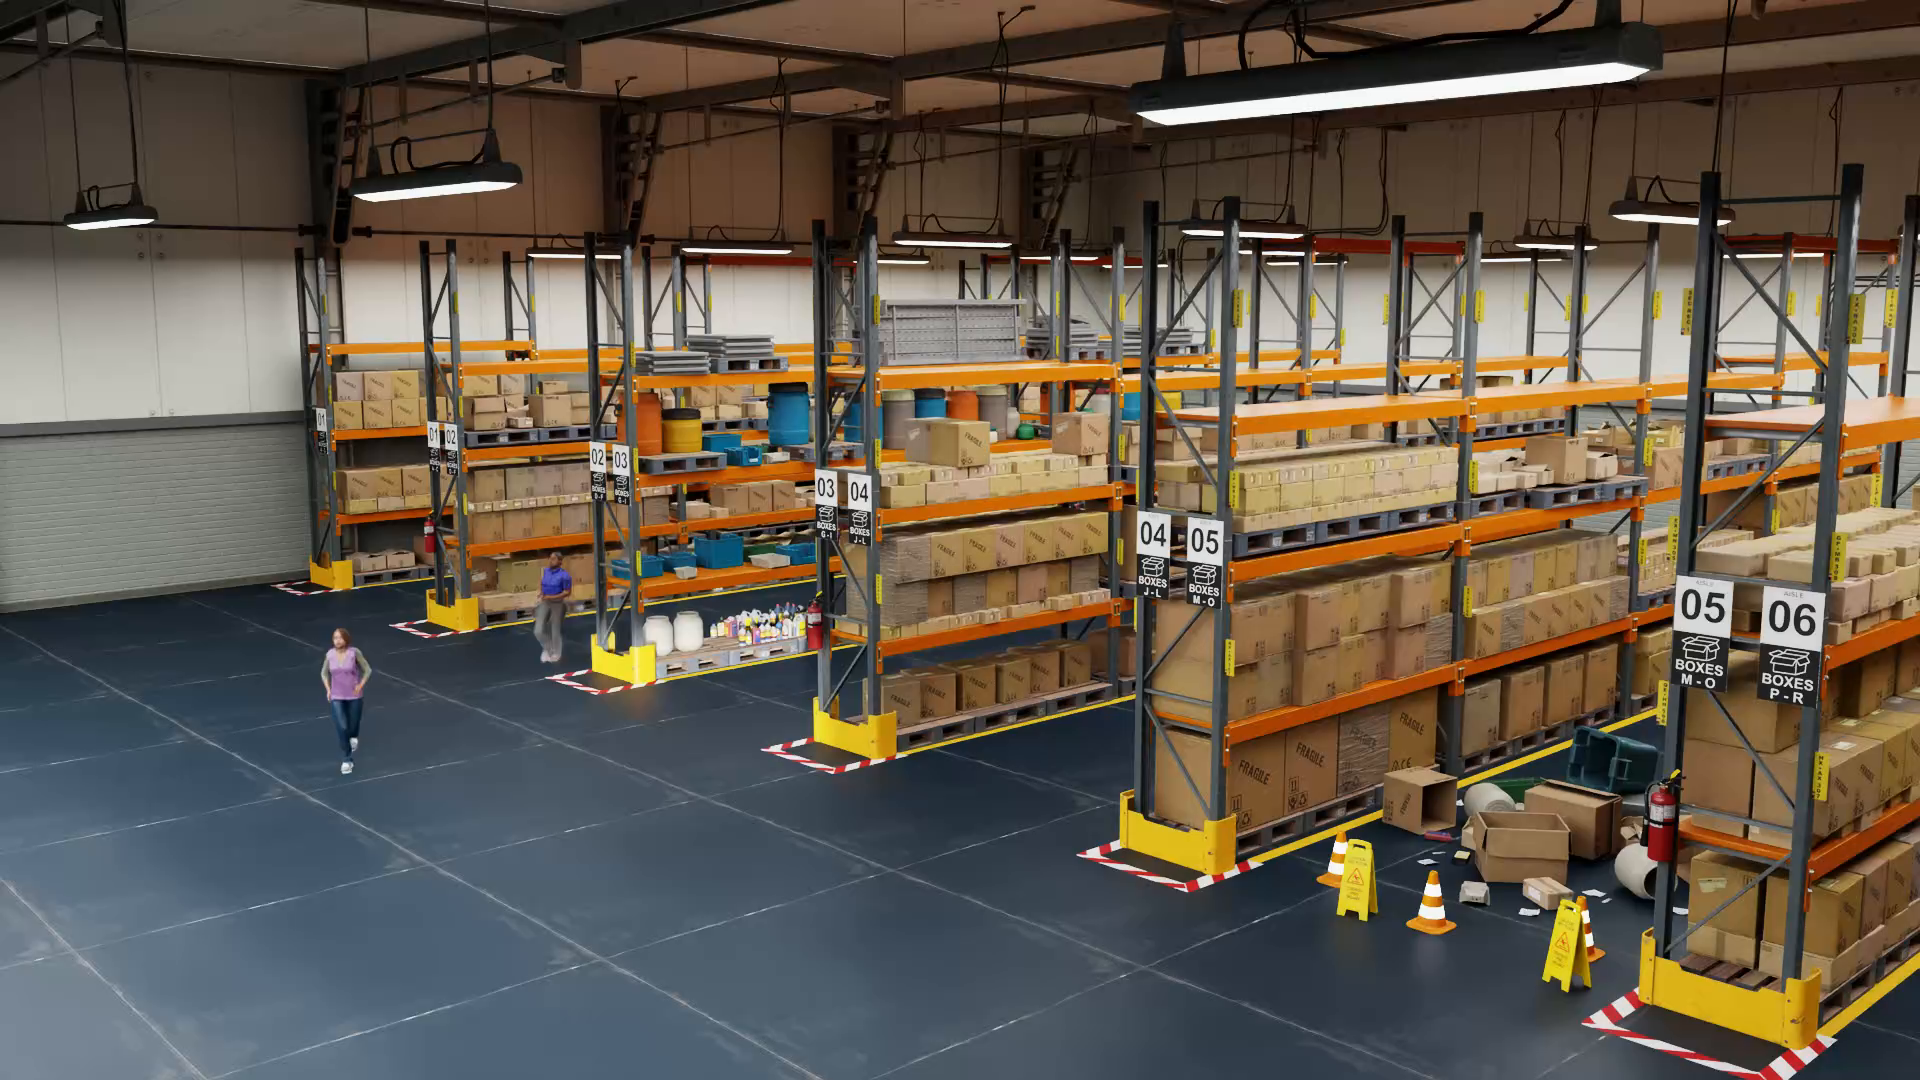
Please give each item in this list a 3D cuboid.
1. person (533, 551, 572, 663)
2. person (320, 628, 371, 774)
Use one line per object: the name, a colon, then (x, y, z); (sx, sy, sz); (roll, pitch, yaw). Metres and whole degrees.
person: (-5.691, 0.951, 23.355); (0.561, 1.620, 0.593); (3, 9, 17)
person: (-6.743, 1.734, 18.293); (0.539, 1.580, 0.628); (-2, 9, -12)
